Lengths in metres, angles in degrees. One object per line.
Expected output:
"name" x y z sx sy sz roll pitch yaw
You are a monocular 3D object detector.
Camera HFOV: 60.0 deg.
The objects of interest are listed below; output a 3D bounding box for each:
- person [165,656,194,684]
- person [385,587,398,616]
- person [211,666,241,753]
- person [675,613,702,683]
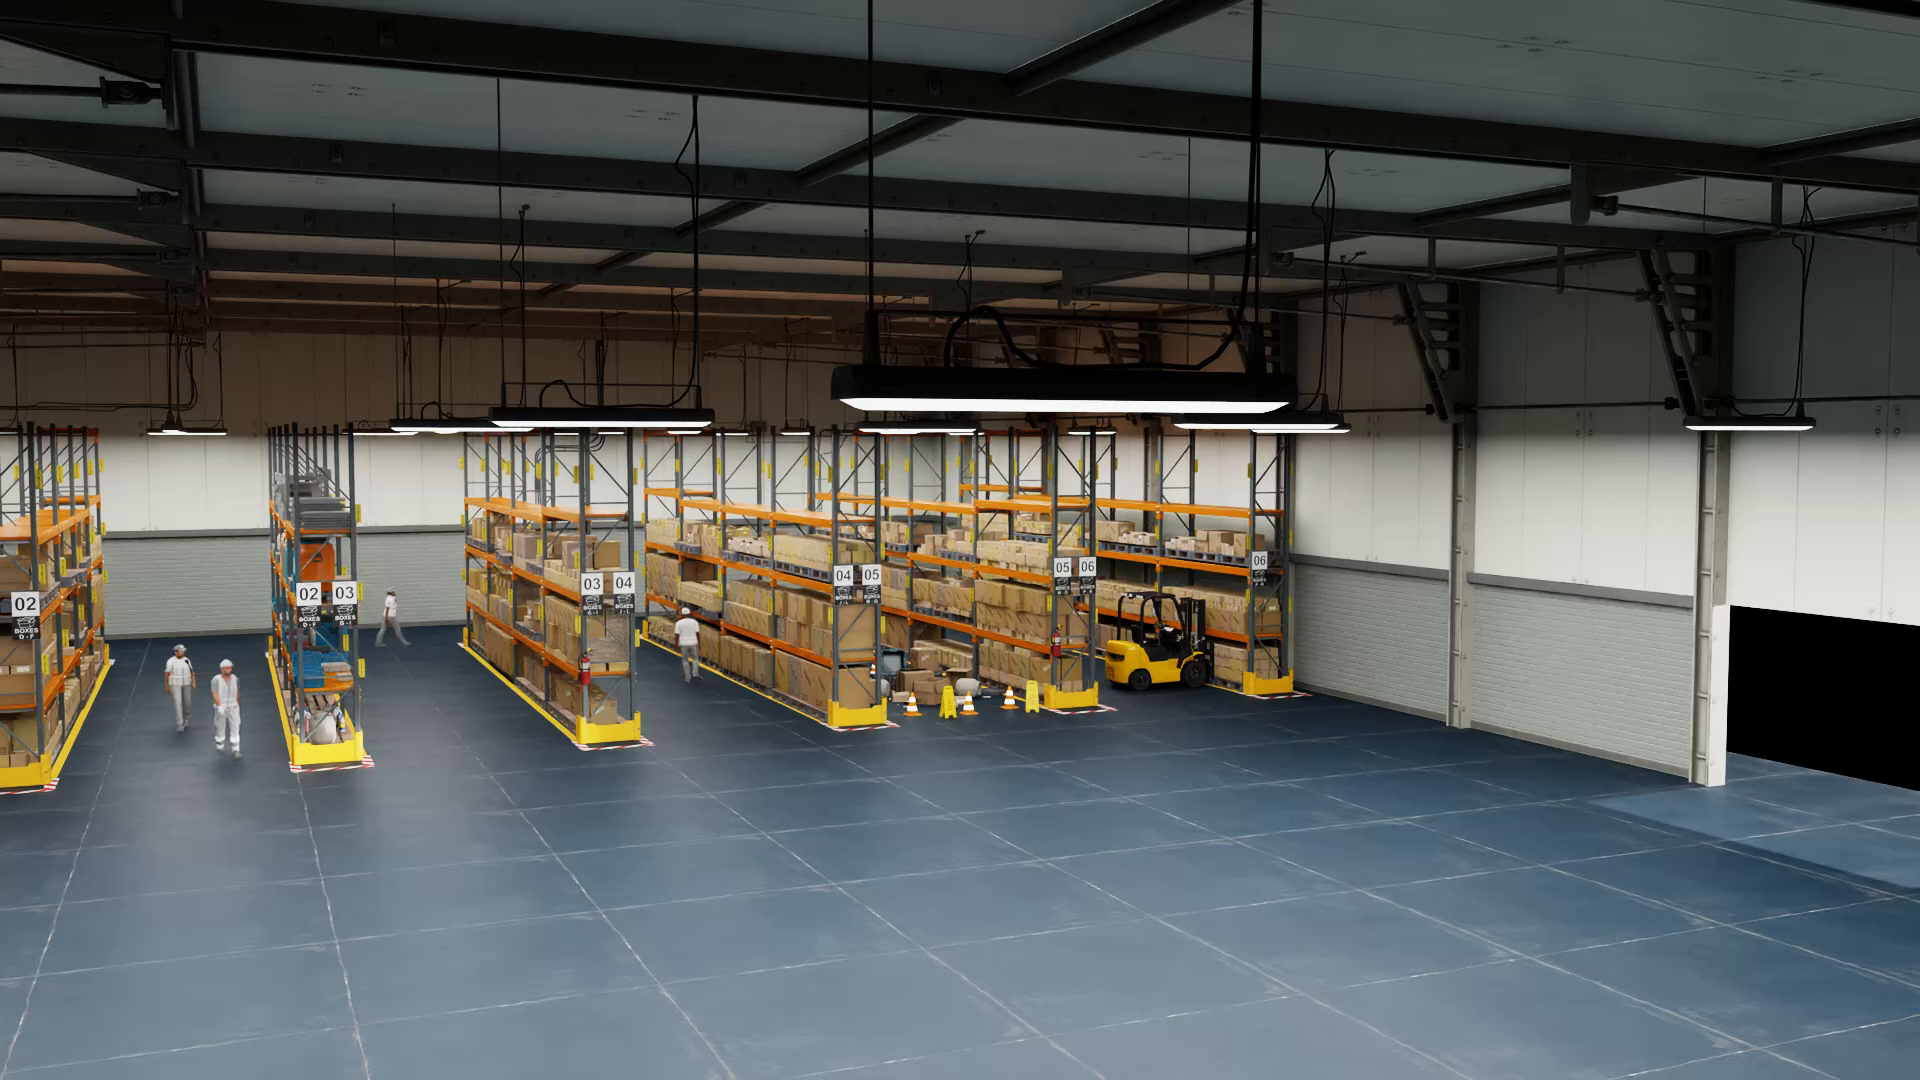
"person" -15.463 2.592 32.956 0.359 0.582 0.497 3 5 43
"person" -15.618 1.694 45.684 0.365 0.825 0.394 -3 5 -41
"person" -13.193 3.057 29.905 0.522 1.545 0.823 -3 5 -40
"person" -6.357 2.481 38.936 0.610 1.714 0.510 -1 4 -14
